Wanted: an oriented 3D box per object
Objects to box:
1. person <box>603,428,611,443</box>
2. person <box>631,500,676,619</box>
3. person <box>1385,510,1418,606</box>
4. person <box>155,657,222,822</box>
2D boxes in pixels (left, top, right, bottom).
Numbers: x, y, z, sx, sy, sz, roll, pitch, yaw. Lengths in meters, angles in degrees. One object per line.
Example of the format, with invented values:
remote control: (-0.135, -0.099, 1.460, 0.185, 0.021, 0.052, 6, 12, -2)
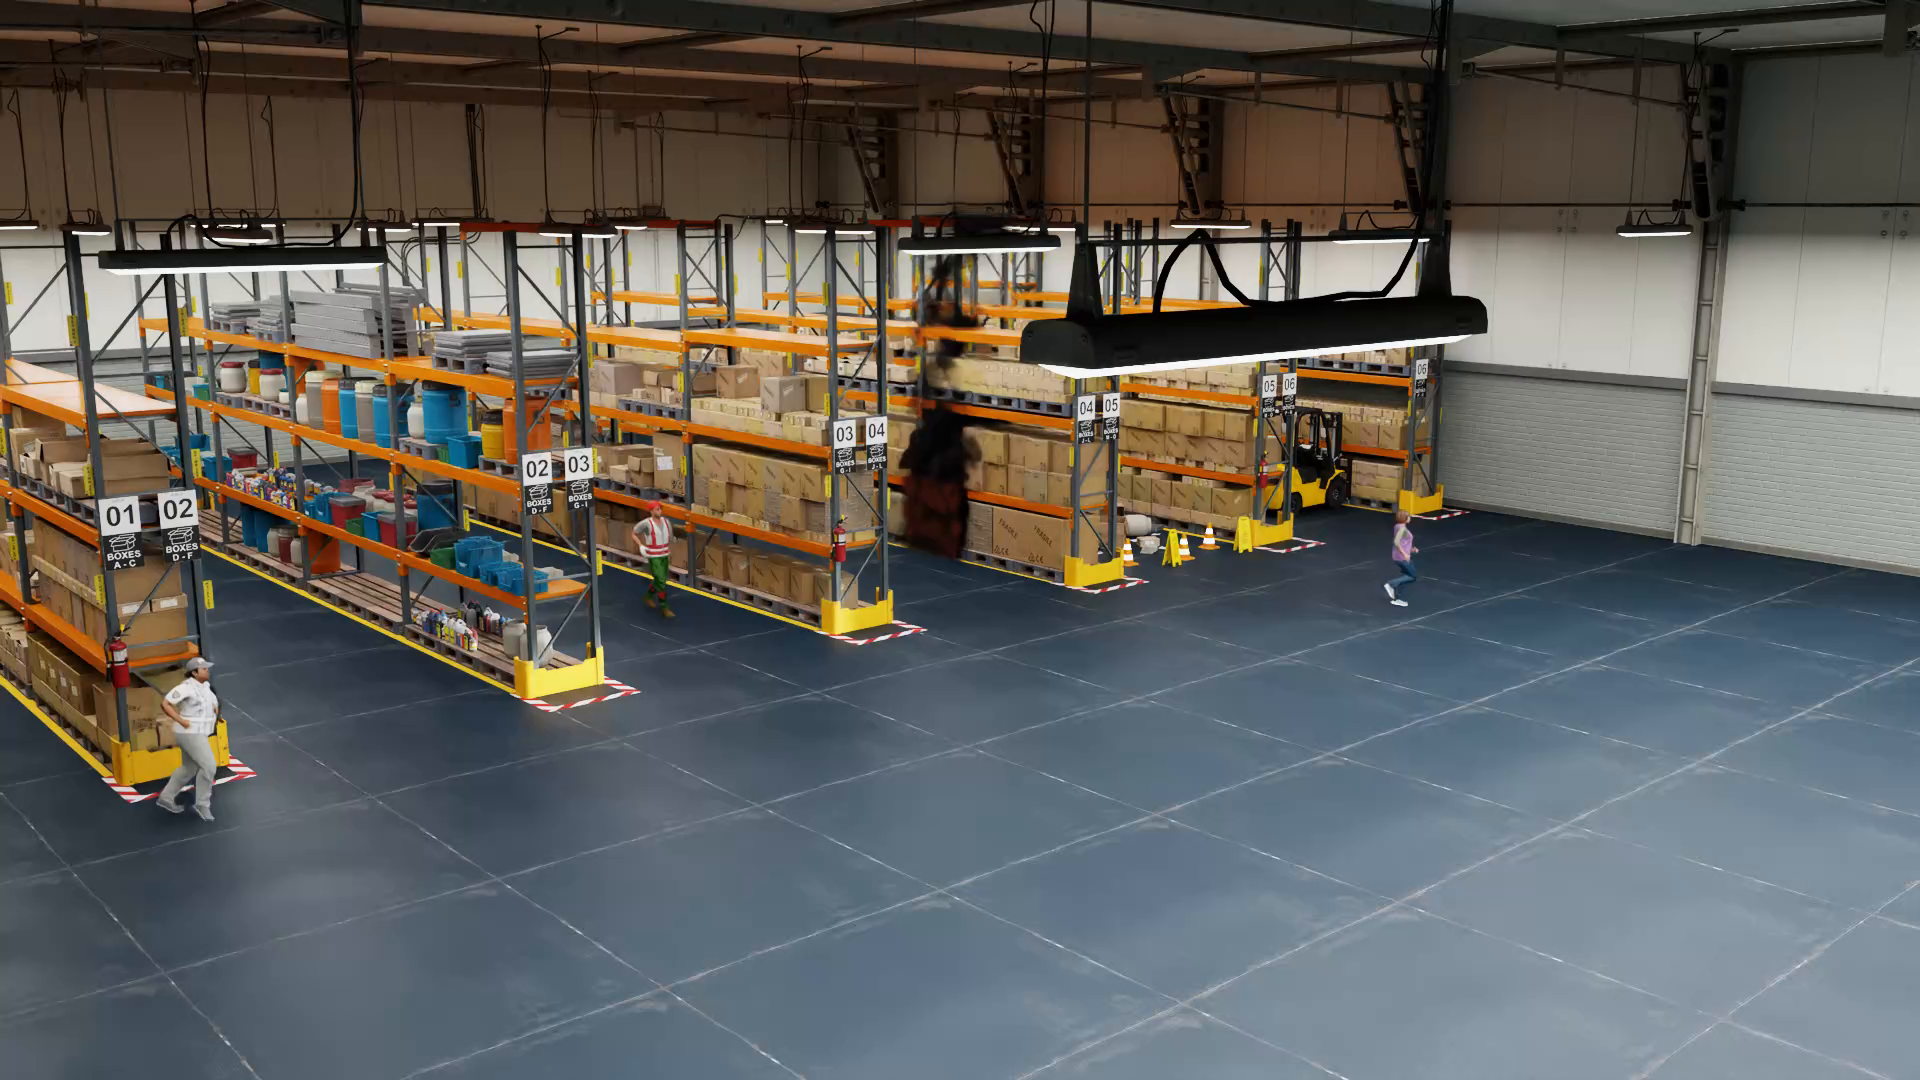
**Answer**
person: (-8.638, -2.730, 41.475, 1.070, 1.524, 0.644, 1, 11, 4)
person: (-4.724, 0.269, 25.939, 0.848, 1.808, 0.645, 9, 15, 38)
person: (7.061, 0.290, 26.558, 0.537, 1.555, 0.549, 1, 11, 5)
person: (-8.118, 2.096, 17.510, 0.649, 1.702, 0.677, -1, 11, -5)
